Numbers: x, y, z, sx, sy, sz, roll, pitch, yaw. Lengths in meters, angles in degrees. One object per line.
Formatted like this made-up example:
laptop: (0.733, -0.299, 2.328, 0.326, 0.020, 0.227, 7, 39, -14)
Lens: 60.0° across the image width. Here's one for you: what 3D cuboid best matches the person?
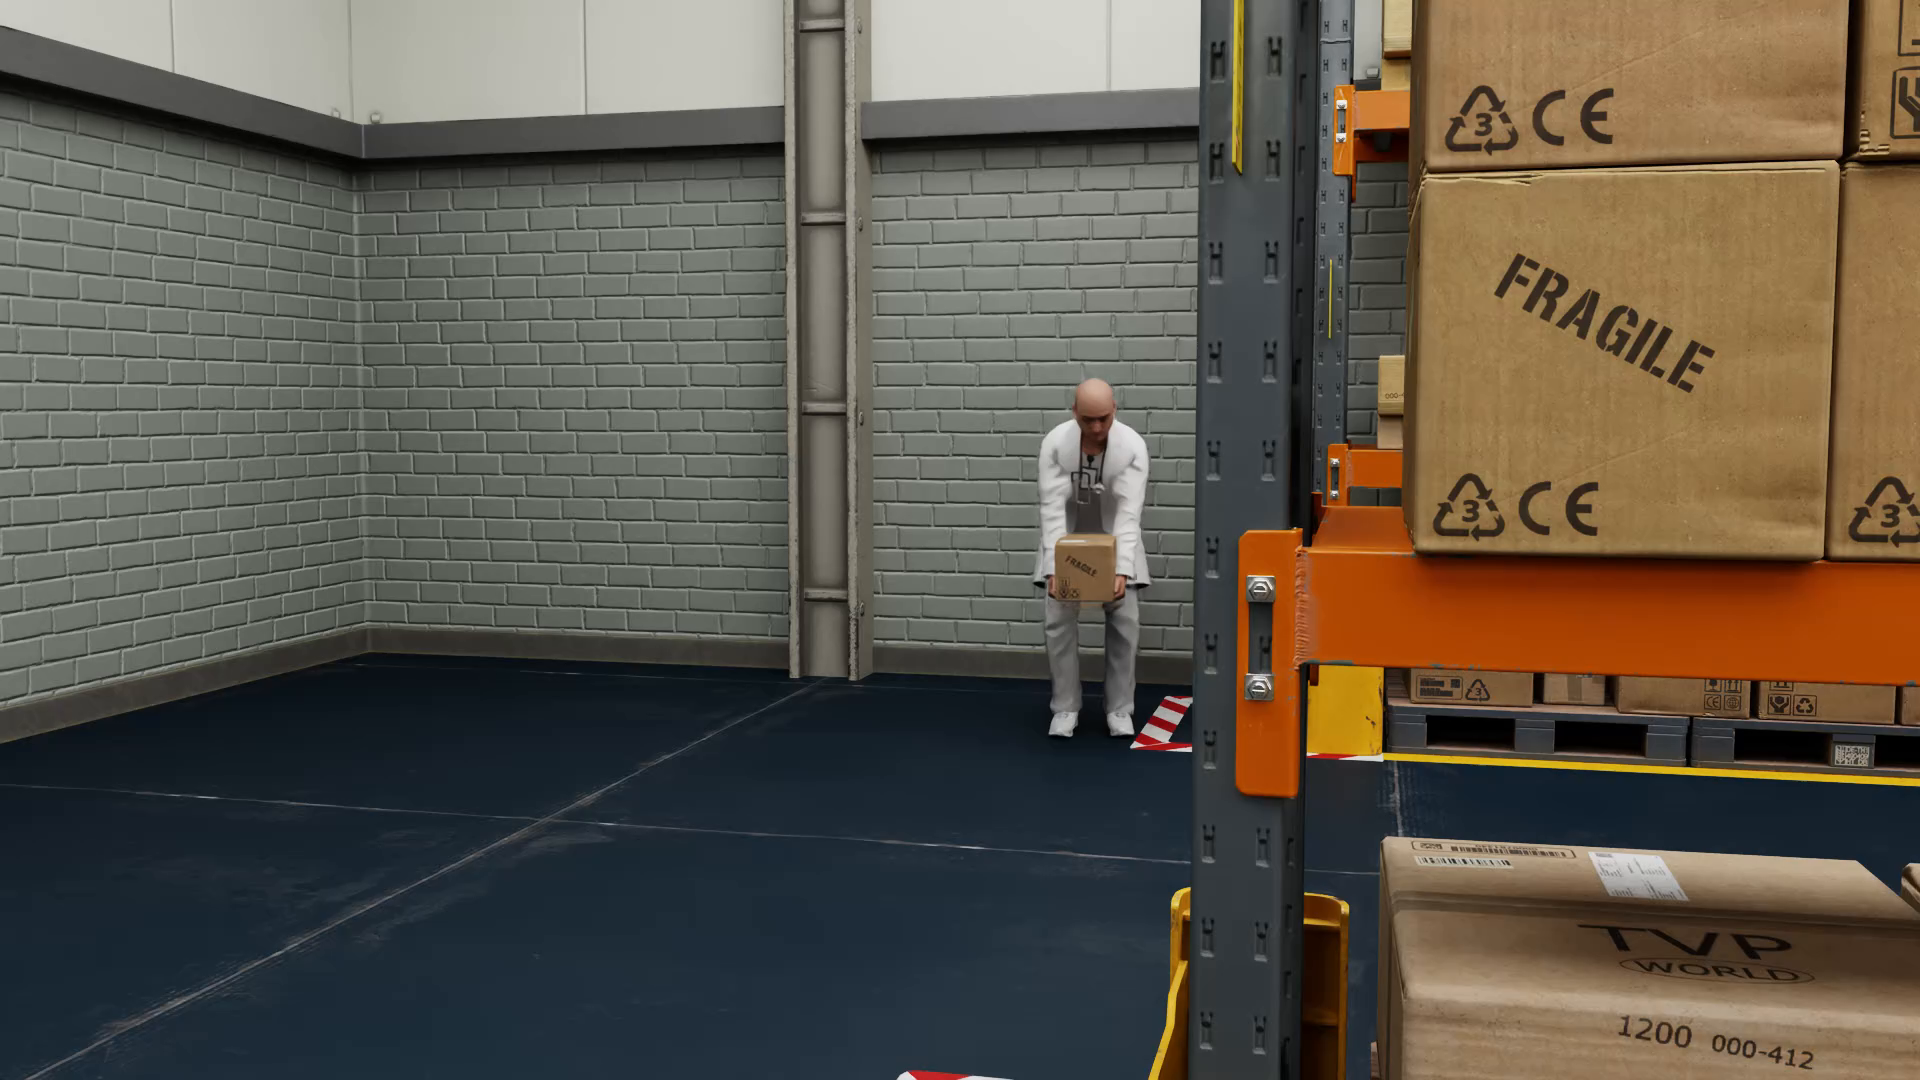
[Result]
person: (0.585, 0.089, 7.446, 0.546, 1.608, 0.717, 1, 5, 6)
